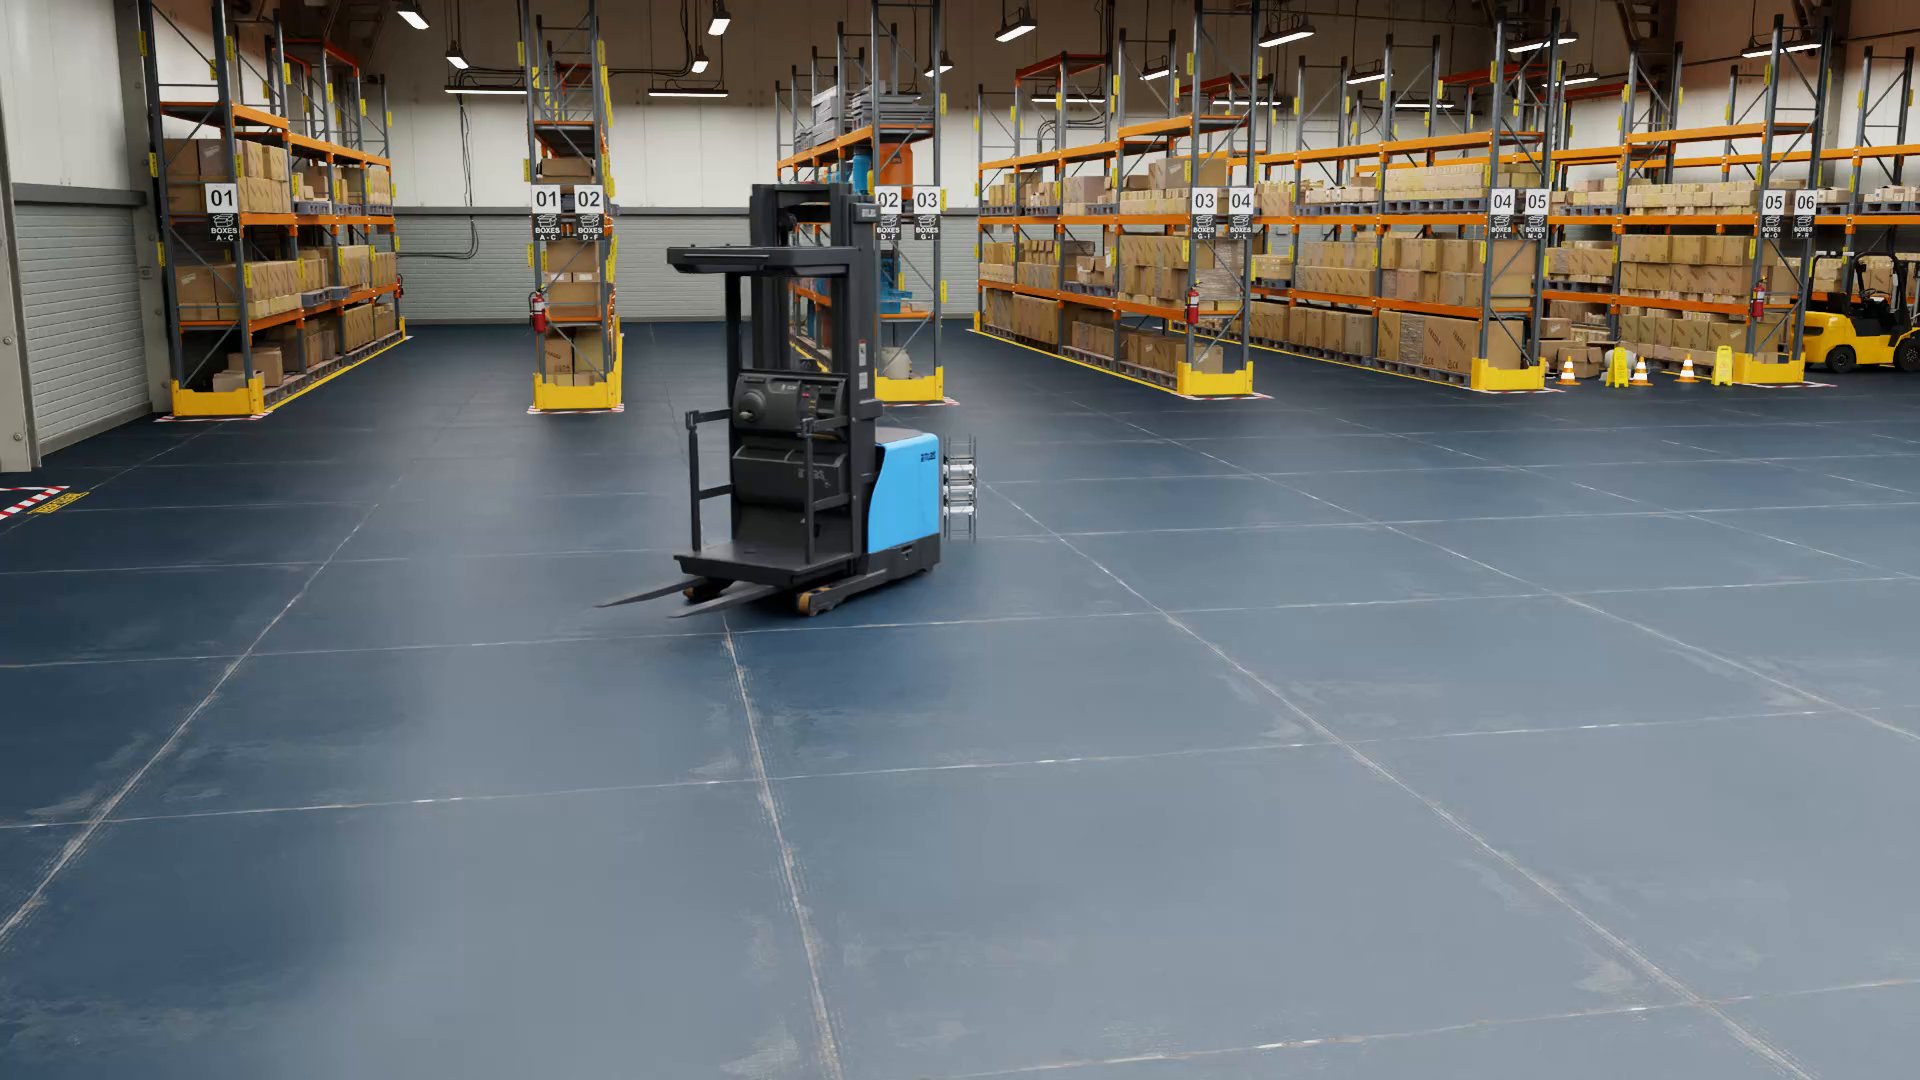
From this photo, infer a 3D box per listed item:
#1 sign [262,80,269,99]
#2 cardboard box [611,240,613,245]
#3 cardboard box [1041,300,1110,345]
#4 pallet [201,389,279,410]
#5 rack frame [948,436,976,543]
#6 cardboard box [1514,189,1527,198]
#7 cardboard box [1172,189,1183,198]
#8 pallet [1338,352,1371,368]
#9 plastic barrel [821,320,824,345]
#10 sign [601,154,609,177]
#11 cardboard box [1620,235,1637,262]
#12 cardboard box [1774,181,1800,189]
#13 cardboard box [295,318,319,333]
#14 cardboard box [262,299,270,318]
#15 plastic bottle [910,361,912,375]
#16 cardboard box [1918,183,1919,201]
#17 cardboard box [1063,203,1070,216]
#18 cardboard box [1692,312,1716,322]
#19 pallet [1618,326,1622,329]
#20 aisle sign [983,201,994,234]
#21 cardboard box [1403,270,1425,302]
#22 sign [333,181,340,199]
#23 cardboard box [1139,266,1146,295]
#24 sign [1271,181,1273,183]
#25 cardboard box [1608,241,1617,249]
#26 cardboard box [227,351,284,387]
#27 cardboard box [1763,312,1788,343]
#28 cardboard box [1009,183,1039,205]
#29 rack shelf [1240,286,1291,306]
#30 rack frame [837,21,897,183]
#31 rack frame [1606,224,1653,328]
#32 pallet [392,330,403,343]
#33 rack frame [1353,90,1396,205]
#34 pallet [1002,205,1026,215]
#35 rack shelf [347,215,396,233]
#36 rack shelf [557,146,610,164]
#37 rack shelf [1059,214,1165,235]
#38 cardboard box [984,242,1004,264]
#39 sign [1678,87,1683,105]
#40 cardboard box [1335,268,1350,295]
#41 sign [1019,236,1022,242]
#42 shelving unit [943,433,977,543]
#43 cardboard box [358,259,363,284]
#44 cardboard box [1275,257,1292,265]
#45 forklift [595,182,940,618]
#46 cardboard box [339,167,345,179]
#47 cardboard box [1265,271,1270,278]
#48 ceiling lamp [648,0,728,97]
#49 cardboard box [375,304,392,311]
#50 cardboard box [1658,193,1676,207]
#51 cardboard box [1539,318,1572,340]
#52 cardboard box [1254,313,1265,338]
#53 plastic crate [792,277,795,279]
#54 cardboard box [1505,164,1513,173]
[{"bbox_3d":[-12.611,-8.184,30.206,0.100,0.325,0.005,-2,11,-11],"label":"sign"},{"bbox_3d":[-7.803,-6.273,36.188,0.500,0.500,0.500,-2,11,-10],"label":"cardboard box"},{"bbox_3d":[2.395,-4.551,34.646,1.225,0.875,0.875,-3,11,-14],"label":"cardboard box"},{"bbox_3d":[-10.650,-2.048,24.393,1.003,0.211,1.213,-2,11,-11],"label":"pallet"},{"bbox_3d":[0.018,-0.425,14.022,0.240,0.900,0.006,-2,11,-11],"label":"rack frame"},{"bbox_3d":[9.197,-5.636,27.045,0.380,0.149,0.250,-2,11,-11],"label":"cardboard box"},{"bbox_3d":[3.608,-5.528,26.529,0.380,0.149,0.250,-3,11,-13],"label":"cardboard box"},{"bbox_3d":[7.947,-3.459,31.803,1.003,0.211,1.213,-2,11,-11],"label":"pallet"},{"bbox_3d":[-2.659,-4.255,34.060,0.421,0.512,0.421,0,11,0],"label":"plastic barrel"},{"bbox_3d":[-5.108,-5.396,23.950,0.100,0.325,0.005,-2,11,-11],"label":"sign"},{"bbox_3d":[12.880,-5.486,31.261,0.700,0.500,0.500,-2,11,-12],"label":"cardboard box"},{"bbox_3d":[13.916,-5.969,28.052,0.380,0.149,0.250,-2,11,-11],"label":"cardboard box"},{"bbox_3d":[-11.827,-3.841,29.856,0.500,0.250,0.500,-2,11,-10],"label":"cardboard box"},{"bbox_3d":[-10.410,-3.386,24.310,0.500,0.250,0.500,-2,11,-13],"label":"cardboard box"},{"bbox_3d":[-0.841,-2.834,27.183,0.097,0.271,0.097,0,11,0],"label":"plastic bottle"},{"bbox_3d":[18.151,-6.488,30.573,0.797,0.503,0.637,-2,11,-9],"label":"cardboard box"},{"bbox_3d":[2.350,-6.566,33.050,0.500,0.250,0.500,-2,11,-10],"label":"cardboard box"},{"bbox_3d":[13.191,-3.946,29.395,0.380,0.149,0.250,-2,11,-10],"label":"cardboard box"},{"bbox_3d":[16.515,-5.019,40.002,1.003,0.211,1.213,-2,11,-11],"label":"pallet"},{"bbox_3d":[0.644,-8.008,41.296,0.394,0.787,0.004,-2,11,-11],"label":"aisle sign"},{"bbox_3d":[8.374,-4.493,29.378,0.875,0.550,0.550,-2,11,-11],"label":"cardboard box"},{"bbox_3d":[-11.535,-6.468,30.751,0.100,0.325,0.005,-2,11,-11],"label":"sign"},{"bbox_3d":[3.572,-4.457,28.530,0.875,0.500,0.500,-2,11,-11],"label":"cardboard box"},{"bbox_3d":[7.159,-8.099,38.266,0.100,0.325,0.005,-2,11,-11],"label":"sign"},{"bbox_3d":[12.950,-5.903,33.268,0.380,0.149,0.250,-1,11,-8],"label":"cardboard box"},{"bbox_3d":[-10.763,-2.613,25.412,0.700,0.500,0.500,-3,11,-15],"label":"cardboard box"},{"bbox_3d":[17.471,-4.485,34.965,0.875,0.625,0.625,-3,11,-13],"label":"cardboard box"},{"bbox_3d":[1.519,-7.915,38.076,0.700,0.500,0.500,-3,11,-14],"label":"cardboard box"},{"bbox_3d":[7.005,-5.437,36.662,1.077,0.370,4.000,-2,11,-11],"label":"rack shelf"},{"bbox_3d":[-1.572,-7.295,28.456,1.000,3.000,0.127,-2,11,-11],"label":"rack frame"},{"bbox_3d":[16.320,-6.537,40.518,1.000,3.000,0.127,-2,11,-11],"label":"rack frame"},{"bbox_3d":[-13.391,-4.675,38.193,1.003,0.211,1.213,-2,11,-11],"label":"pallet"},{"bbox_3d":[10.673,-10.036,42.859,1.000,3.000,0.127,-2,11,-11],"label":"rack frame"},{"bbox_3d":[1.582,-7.576,38.190,1.003,0.211,1.213,-2,11,-11],"label":"pallet"},{"bbox_3d":[-13.235,-6.942,36.547,1.077,0.370,4.000,-2,11,-11],"label":"rack shelf"},{"bbox_3d":[-7.598,-7.666,33.400,1.077,0.370,4.000,-2,11,-11],"label":"rack shelf"},{"bbox_3d":[2.898,-6.015,31.677,1.077,0.370,4.000,-2,11,-11],"label":"rack shelf"},{"bbox_3d":[0.878,-6.980,40.447,0.500,0.500,0.500,-2,11,-12],"label":"cardboard box"},{"bbox_3d":[13.543,-8.349,31.287,0.100,0.325,0.005,-2,11,-11],"label":"sign"},{"bbox_3d":[7.611,-5.010,32.230,0.500,0.500,0.500,-2,11,-10],"label":"cardboard box"},{"bbox_3d":[1.488,-7.431,41.486,0.100,0.325,0.005,-2,11,-11],"label":"sign"},{"bbox_3d":[-0.002,-0.444,14.120,0.258,0.900,0.210,-2,11,-11],"label":"shelving unit"},{"bbox_3d":[-12.310,-5.399,33.422,0.500,0.500,0.500,-2,11,-11],"label":"cardboard box"},{"bbox_3d":[6.848,-5.872,34.981,0.380,0.149,0.250,-3,11,-13],"label":"cardboard box"},{"bbox_3d":[-1.325,-1.011,11.671,1.130,2.935,3.031,6,12,29],"label":"forklift"},{"bbox_3d":[-13.210,-7.598,35.076,0.500,0.500,0.500,-2,11,-11],"label":"cardboard box"},{"bbox_3d":[6.750,-5.673,35.527,0.380,0.149,0.250,-2,11,-10],"label":"cardboard box"},{"bbox_3d":[-6.832,-12.766,41.592,2.000,3.185,0.800,-2,11,-11],"label":"ceiling lamp"},{"bbox_3d":[-13.135,-5.297,37.831,0.380,0.149,0.250,-2,11,-9],"label":"cardboard box"},{"bbox_3d":[13.018,-6.157,30.106,0.500,0.250,0.500,-2,11,-10],"label":"cardboard box"},{"bbox_3d":[11.267,-3.962,31.651,0.500,0.500,0.500,-2,11,-11],"label":"cardboard box"},{"bbox_3d":[6.793,-4.705,36.454,0.500,0.500,0.500,-3,11,-14],"label":"cardboard box"},{"bbox_3d":[-3.553,-5.910,37.106,0.392,0.384,0.575,-2,11,-11],"label":"plastic crate"},{"bbox_3d":[9.149,-6.072,27.203,0.380,0.149,0.250,-2,11,-11],"label":"cardboard box"}]
